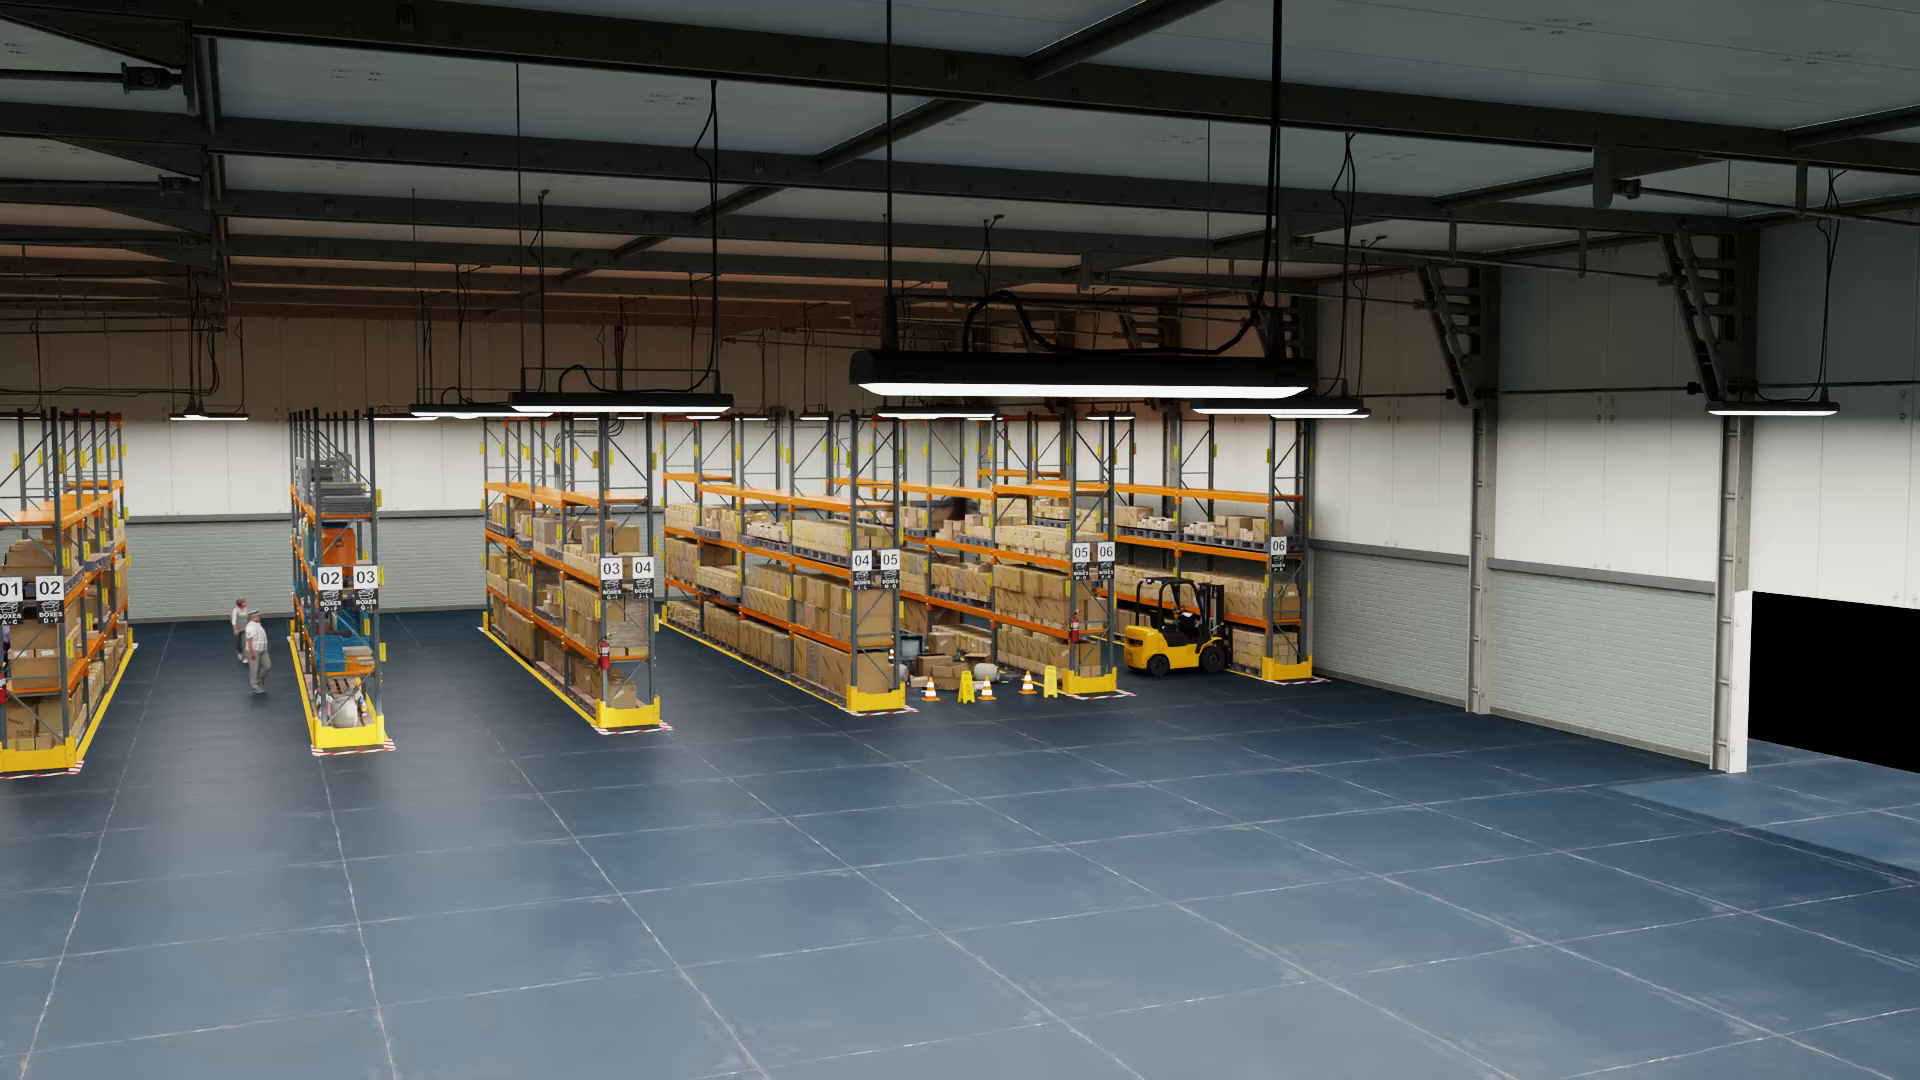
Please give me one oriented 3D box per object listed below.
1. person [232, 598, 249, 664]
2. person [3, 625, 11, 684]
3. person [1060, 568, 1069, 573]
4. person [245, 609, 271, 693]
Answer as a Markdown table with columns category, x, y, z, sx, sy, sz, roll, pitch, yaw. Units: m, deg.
| category | x | y | z | sx | sy | sz | roll | pitch | yaw |
| --- | --- | --- | --- | --- | --- | --- | --- | --- | --- |
| person | -17.196 | 2.153 | 39.805 | 0.381 | 1.552 | 0.865 | -1 | 4 | -19 |
| person | -20.708 | 2.390 | 36.163 | 0.370 | 1.680 | 0.567 | 1 | 4 | 19 |
| person | 2.685 | 1.511 | 44.074 | 0.402 | 1.719 | 0.537 | 1 | 4 | 9 |
| person | -15.013 | 2.371 | 35.522 | 0.457 | 1.788 | 0.587 | 1 | 4 | 16 |
